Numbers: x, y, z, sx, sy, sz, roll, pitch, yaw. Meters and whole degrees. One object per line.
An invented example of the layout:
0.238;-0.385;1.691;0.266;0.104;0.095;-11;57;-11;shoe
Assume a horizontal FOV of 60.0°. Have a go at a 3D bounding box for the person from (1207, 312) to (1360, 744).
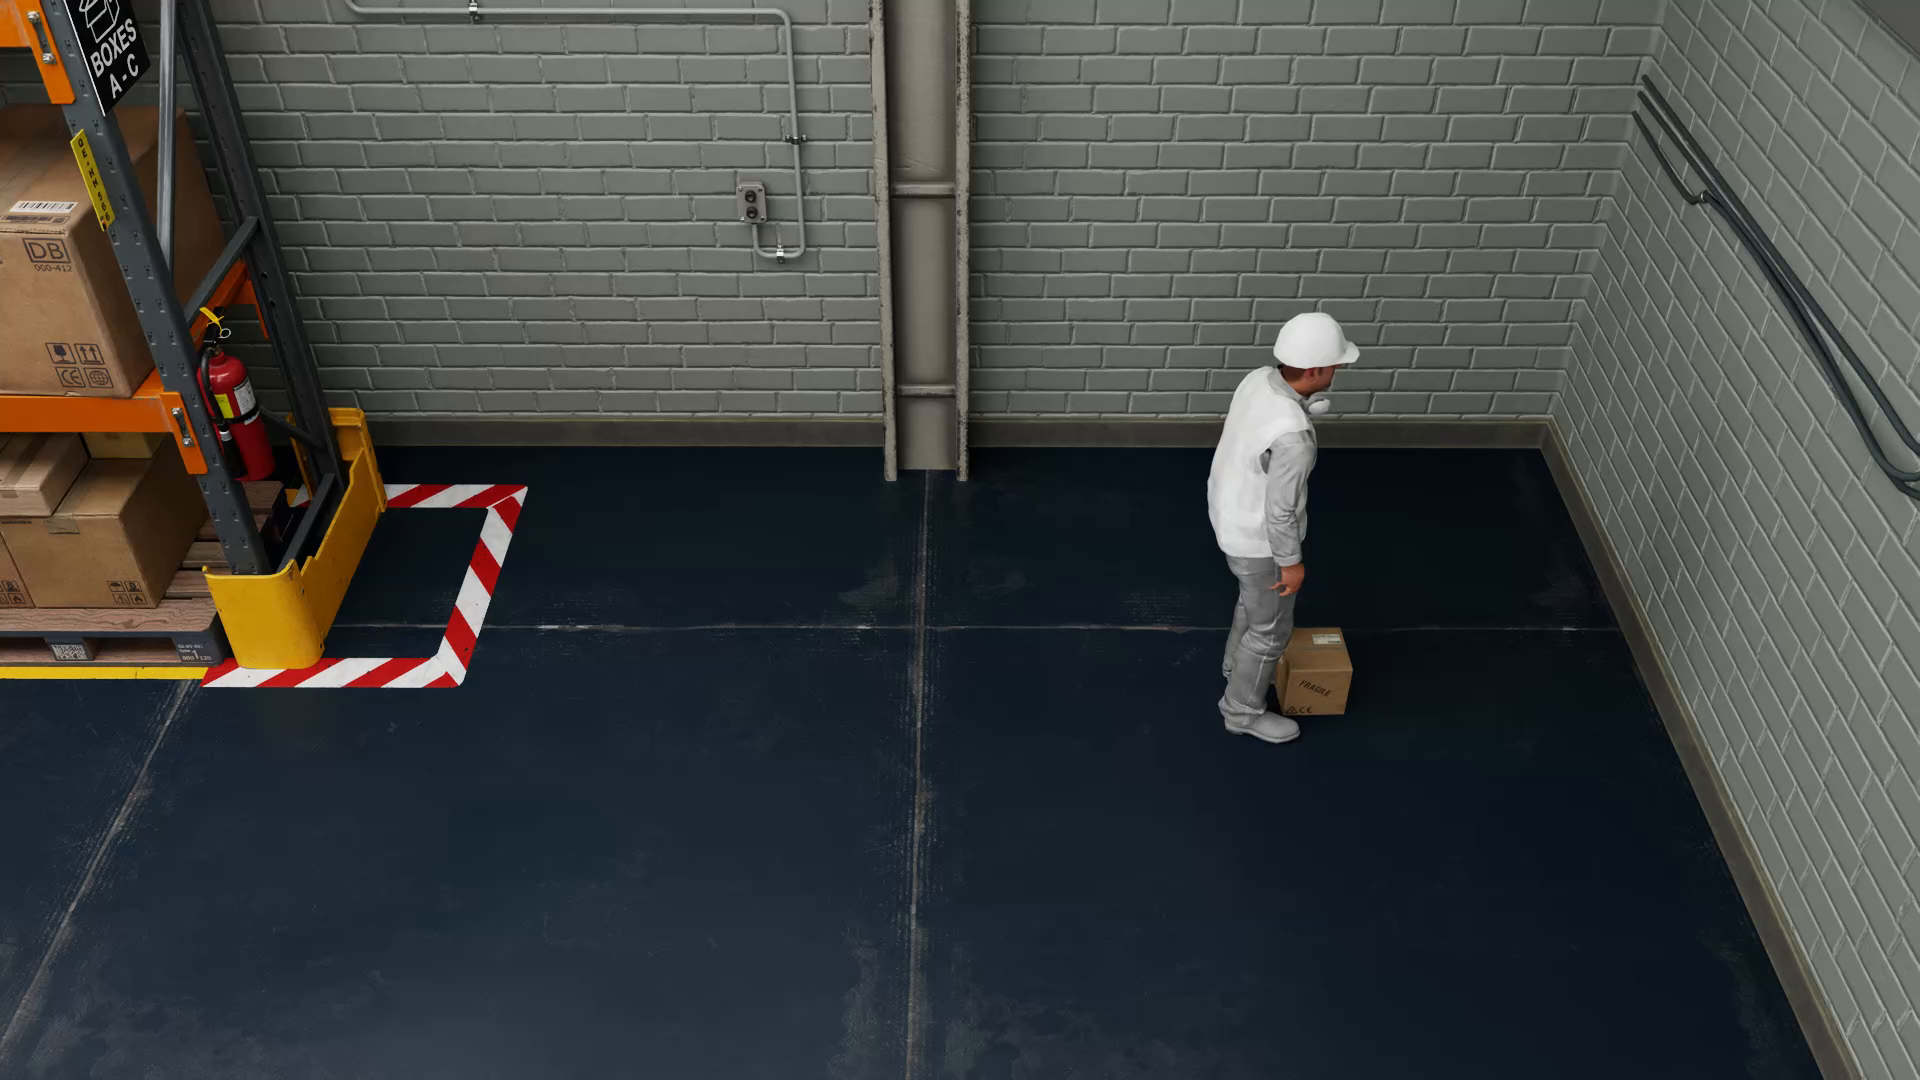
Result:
1.158;-0.061;6.208;0.474;1.771;0.593;-2;39;-3;person
